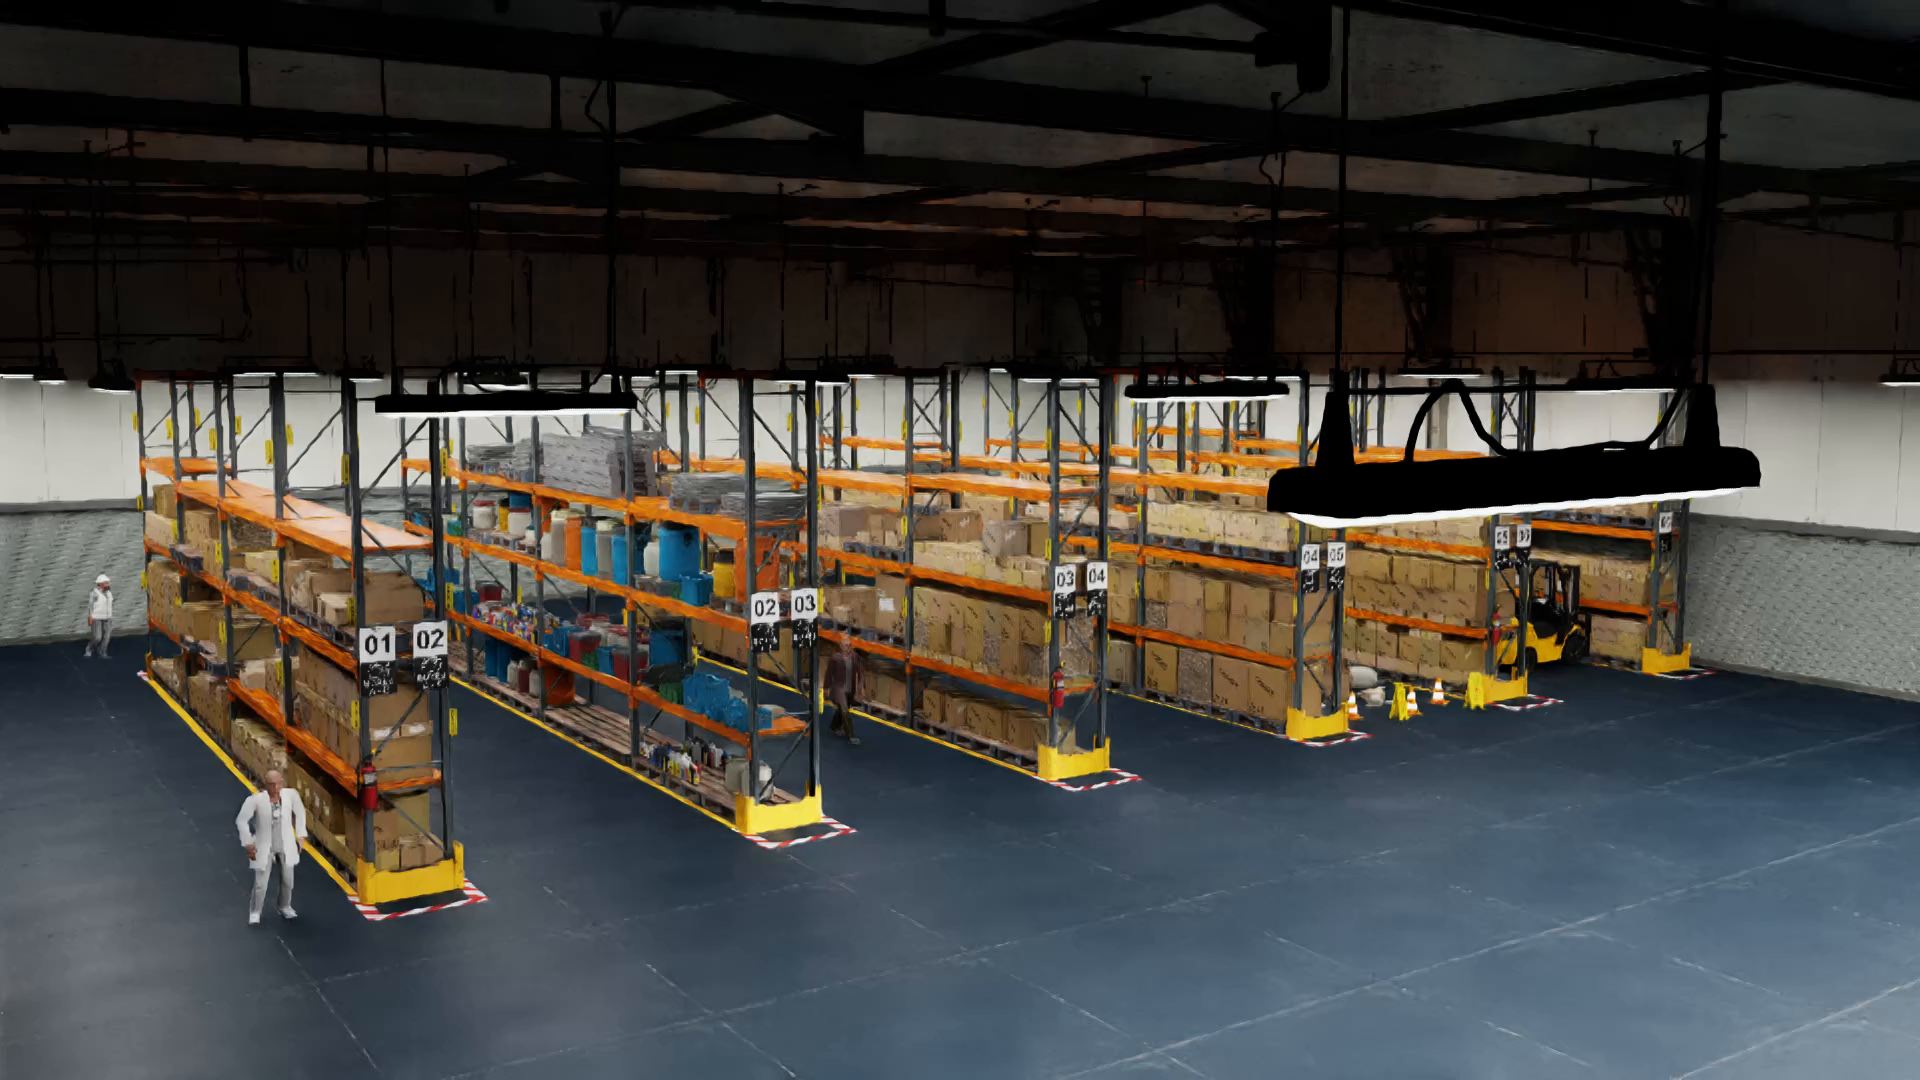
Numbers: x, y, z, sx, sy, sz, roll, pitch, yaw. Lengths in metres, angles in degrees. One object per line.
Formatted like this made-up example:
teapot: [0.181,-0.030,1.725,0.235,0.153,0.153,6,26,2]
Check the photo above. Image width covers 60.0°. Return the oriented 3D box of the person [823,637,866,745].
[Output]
person: [-1.851,2.421,27.052,0.603,1.724,1.107,-4,8,-34]

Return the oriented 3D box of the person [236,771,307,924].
person: [-7.653,3.391,18.509,0.729,1.733,0.546,-5,8,-35]

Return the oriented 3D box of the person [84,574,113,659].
person: [-17.776,1.588,34.325,0.566,1.764,0.579,2,7,20]
